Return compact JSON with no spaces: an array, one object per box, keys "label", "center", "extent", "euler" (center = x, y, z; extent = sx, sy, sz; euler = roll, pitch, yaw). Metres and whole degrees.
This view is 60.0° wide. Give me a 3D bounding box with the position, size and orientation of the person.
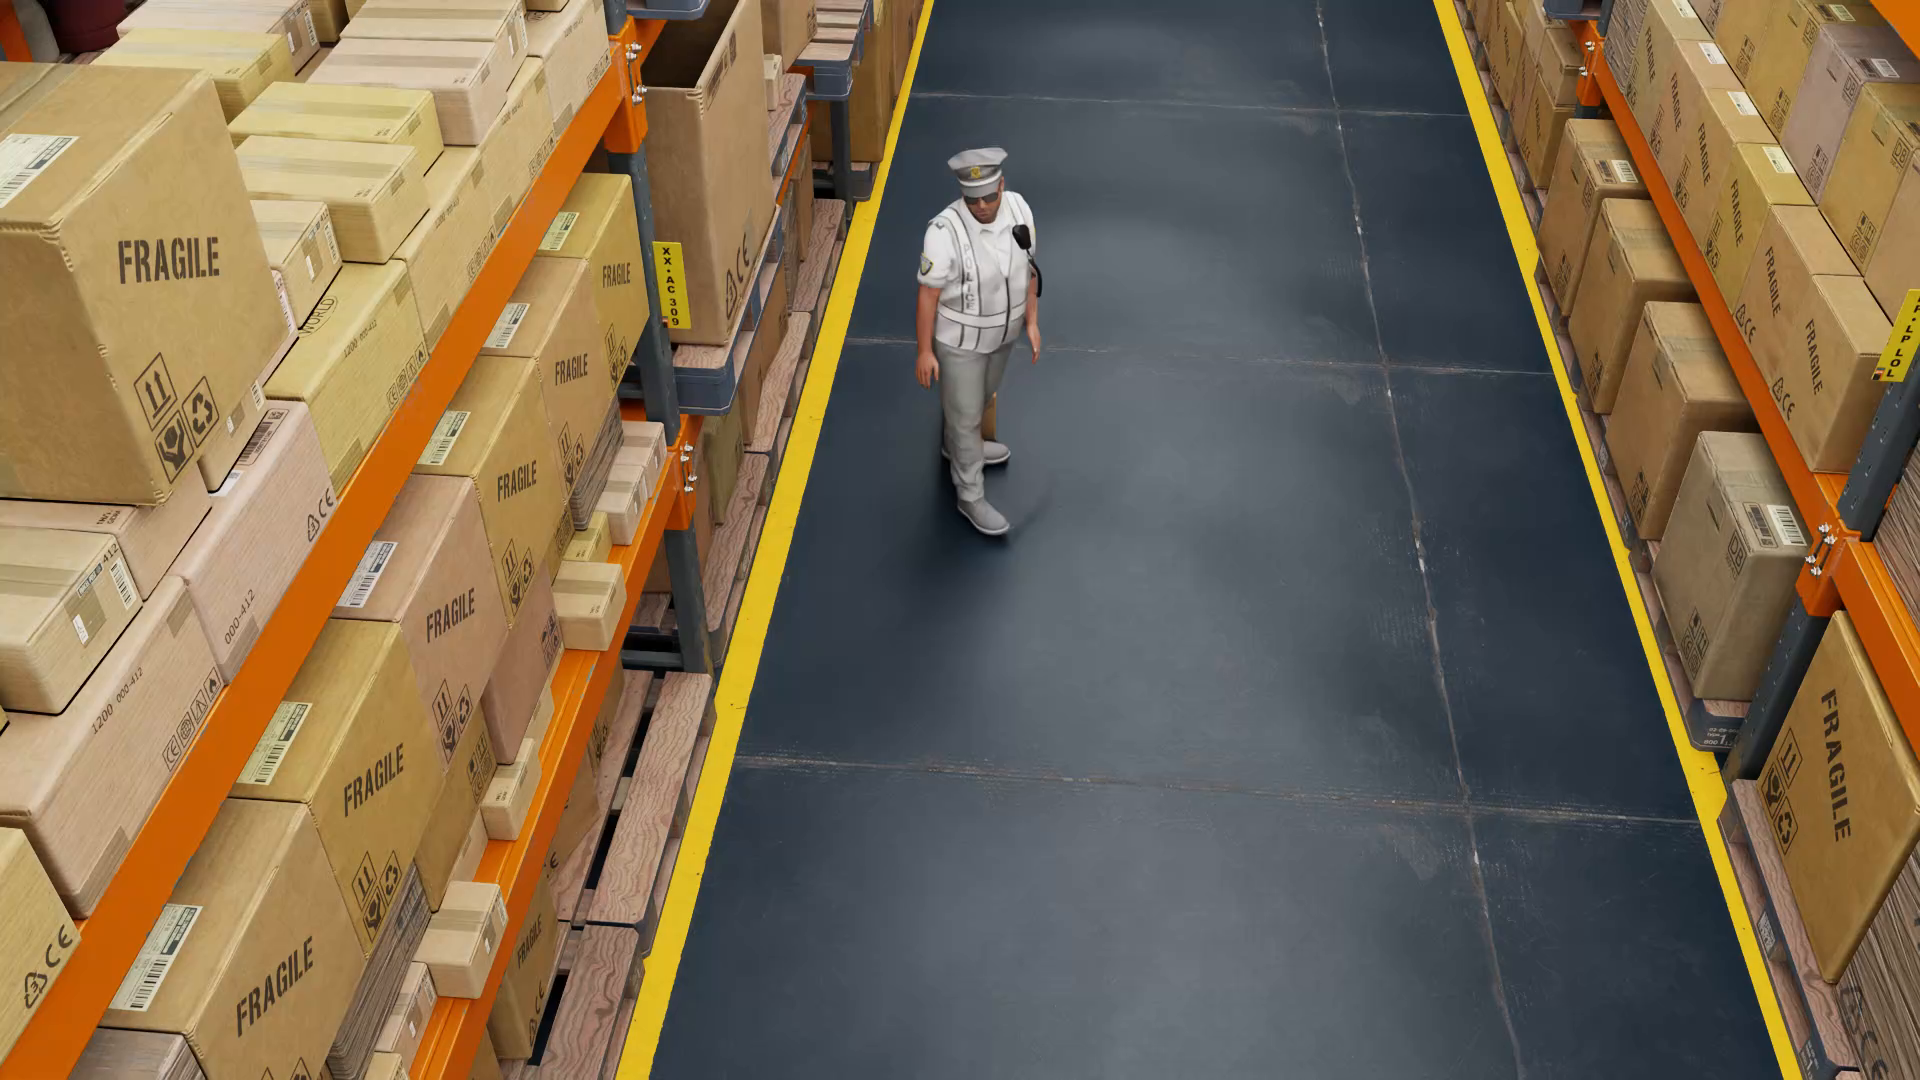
[{"label":"person","center":[0.086,-0.890,7.190],"extent":[0.610,1.732,0.666],"euler":[-31,49,-31]}]
